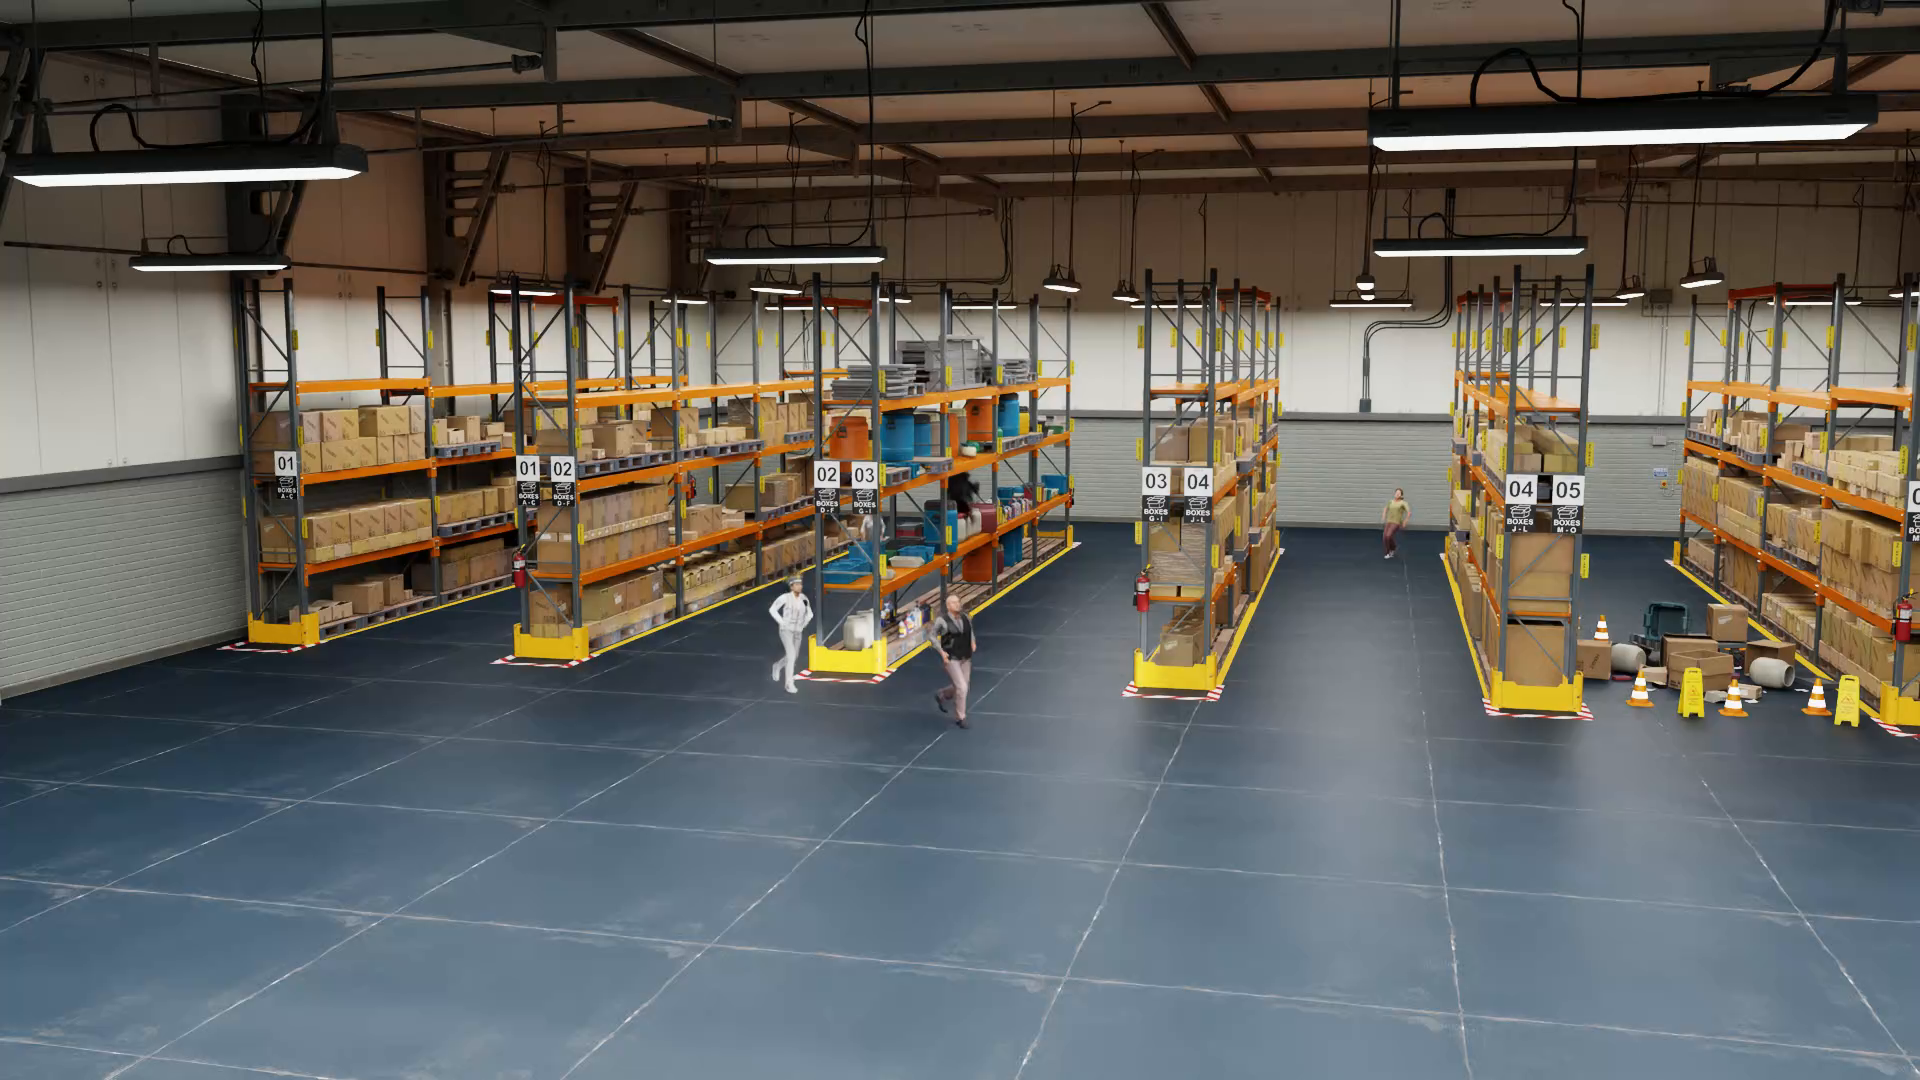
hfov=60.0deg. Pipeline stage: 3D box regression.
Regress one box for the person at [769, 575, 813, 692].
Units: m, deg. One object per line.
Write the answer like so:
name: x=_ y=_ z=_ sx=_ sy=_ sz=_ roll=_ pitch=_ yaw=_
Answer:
person: x=-2.429 y=1.322 z=24.054 sx=0.661 sy=1.672 sz=0.730 roll=-4 pitch=8 yaw=-33

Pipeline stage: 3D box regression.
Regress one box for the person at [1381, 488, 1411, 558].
person: x=9.955 y=-0.376 z=38.241 sx=0.537 sy=1.621 sz=0.633 roll=-6 pitch=9 yaw=-40

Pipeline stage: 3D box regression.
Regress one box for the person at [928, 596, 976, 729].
person: x=-0.081 y=1.569 z=21.743 sx=0.657 sy=1.718 sz=0.764 roll=-5 pitch=9 yaw=-37

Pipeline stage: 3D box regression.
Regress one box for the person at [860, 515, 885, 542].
person: x=-1.815 y=0.013 z=34.654 sx=0.525 sy=1.467 sz=0.851 roll=0 pitch=7 yaw=-1
